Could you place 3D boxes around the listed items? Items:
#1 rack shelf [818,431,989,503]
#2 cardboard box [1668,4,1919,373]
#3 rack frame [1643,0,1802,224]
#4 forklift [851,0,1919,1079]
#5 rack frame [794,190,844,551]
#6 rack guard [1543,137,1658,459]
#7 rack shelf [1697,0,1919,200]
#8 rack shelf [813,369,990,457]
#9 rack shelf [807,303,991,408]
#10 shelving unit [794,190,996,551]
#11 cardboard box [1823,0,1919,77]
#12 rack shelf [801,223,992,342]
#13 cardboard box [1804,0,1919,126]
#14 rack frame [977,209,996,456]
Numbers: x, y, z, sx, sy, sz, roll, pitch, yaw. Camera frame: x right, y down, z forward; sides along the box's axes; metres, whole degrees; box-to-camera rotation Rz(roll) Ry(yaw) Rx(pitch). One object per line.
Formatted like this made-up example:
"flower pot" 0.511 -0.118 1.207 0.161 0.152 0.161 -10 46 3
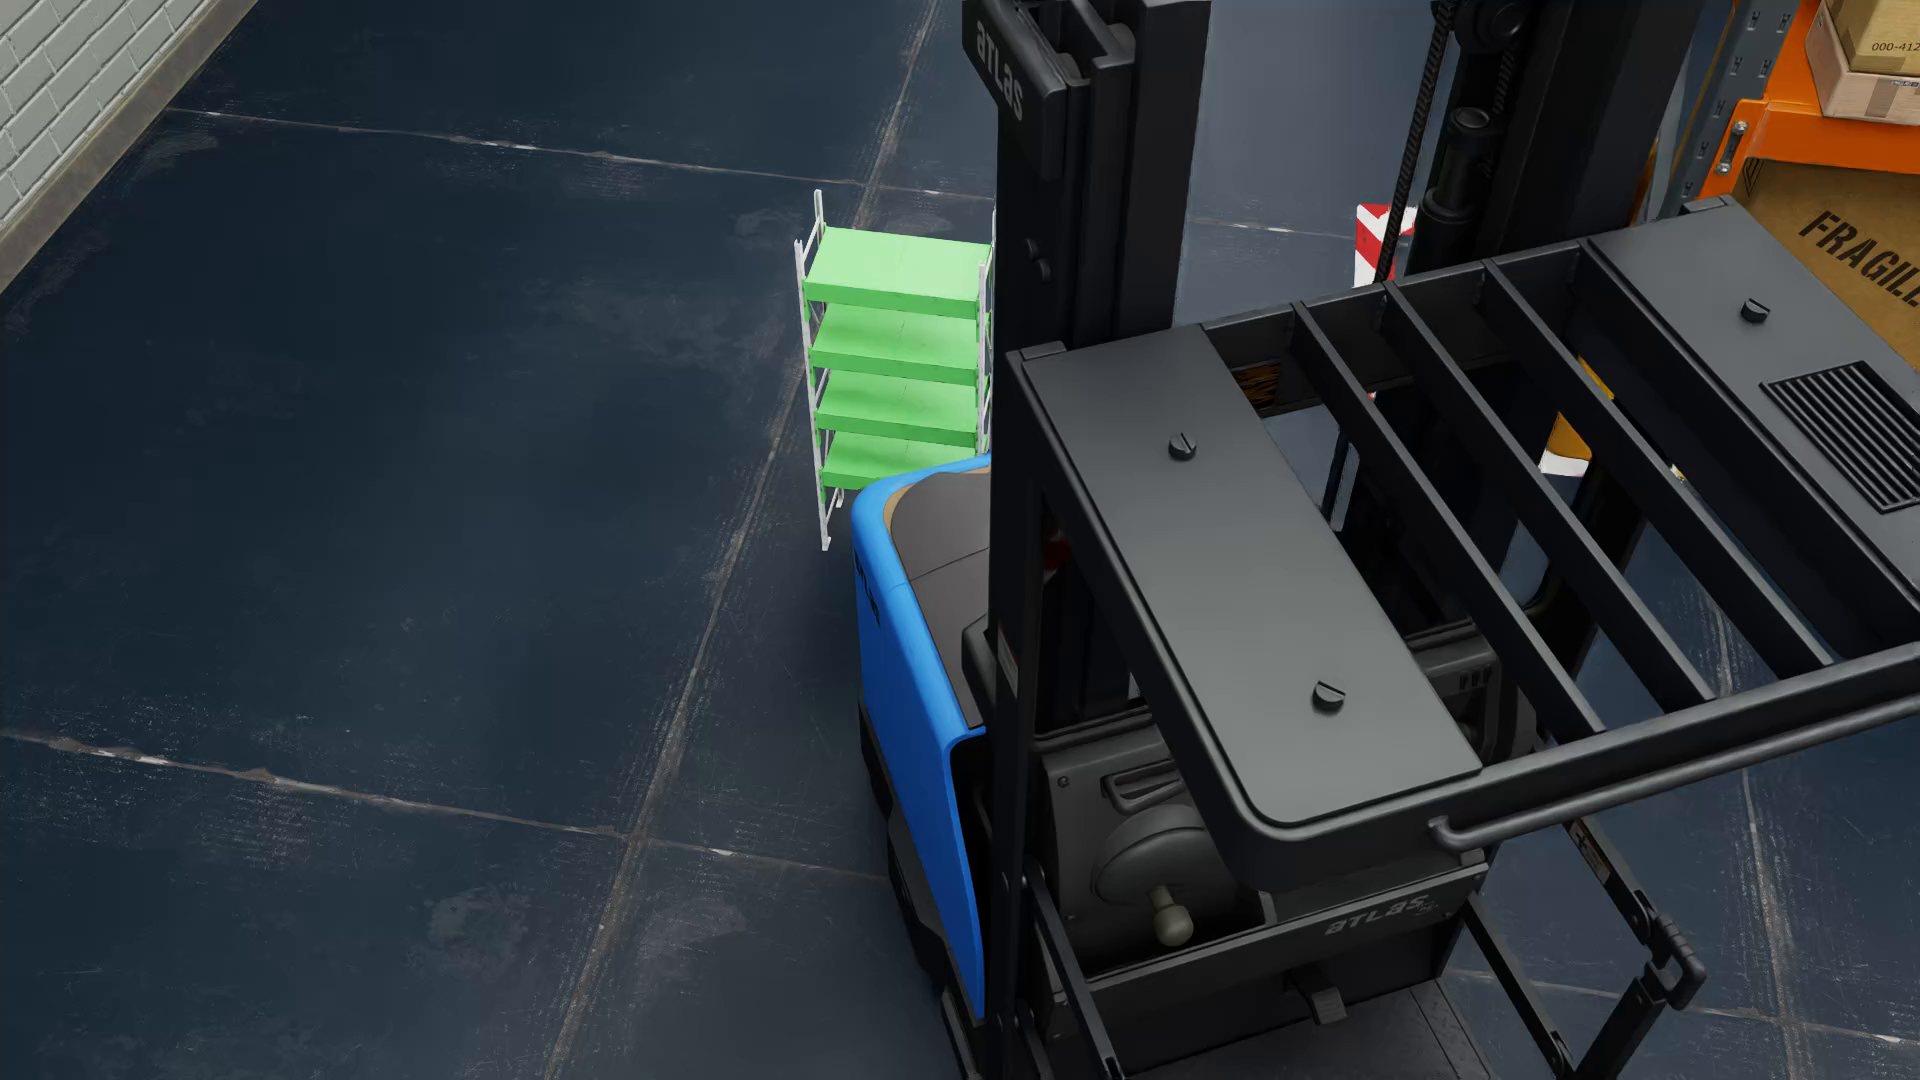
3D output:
"rack shelf" -0.163 -0.220 5.049 0.480 0.148 0.258 8 49 7
"cardboard box" 2.865 -1.098 5.366 0.875 0.875 0.875 8 49 7
"rack frame" 2.221 -1.694 4.756 0.127 3.000 1.000 8 49 7
"forklift" 0.667 0.539 2.796 1.130 2.935 3.031 -14 49 -12
"rack frame" -0.403 -0.455 4.852 0.015 1.200 0.240 8 49 7
"rack guard" 2.197 -0.862 5.688 0.348 0.500 1.175 8 49 7
"rack shelf" 4.189 -1.189 4.786 4.000 0.370 1.077 8 49 7
"rack shelf" -0.163 -0.380 4.871 0.480 0.148 0.258 8 49 7
"rack shelf" -0.163 -0.541 4.692 0.480 0.148 0.258 8 49 7
"shelving unit" -0.163 -0.423 4.823 0.503 1.200 0.258 8 49 7
"cardboard box" 2.645 -1.482 4.466 0.500 0.250 0.500 7 48 6
"rack shelf" -0.163 -0.701 4.514 0.480 0.148 0.258 8 49 7
"cardboard box" 2.511 -1.322 4.590 0.250 0.149 0.380 8 49 7
"rack frame" 0.077 -0.391 4.794 0.015 1.200 0.240 8 49 7
